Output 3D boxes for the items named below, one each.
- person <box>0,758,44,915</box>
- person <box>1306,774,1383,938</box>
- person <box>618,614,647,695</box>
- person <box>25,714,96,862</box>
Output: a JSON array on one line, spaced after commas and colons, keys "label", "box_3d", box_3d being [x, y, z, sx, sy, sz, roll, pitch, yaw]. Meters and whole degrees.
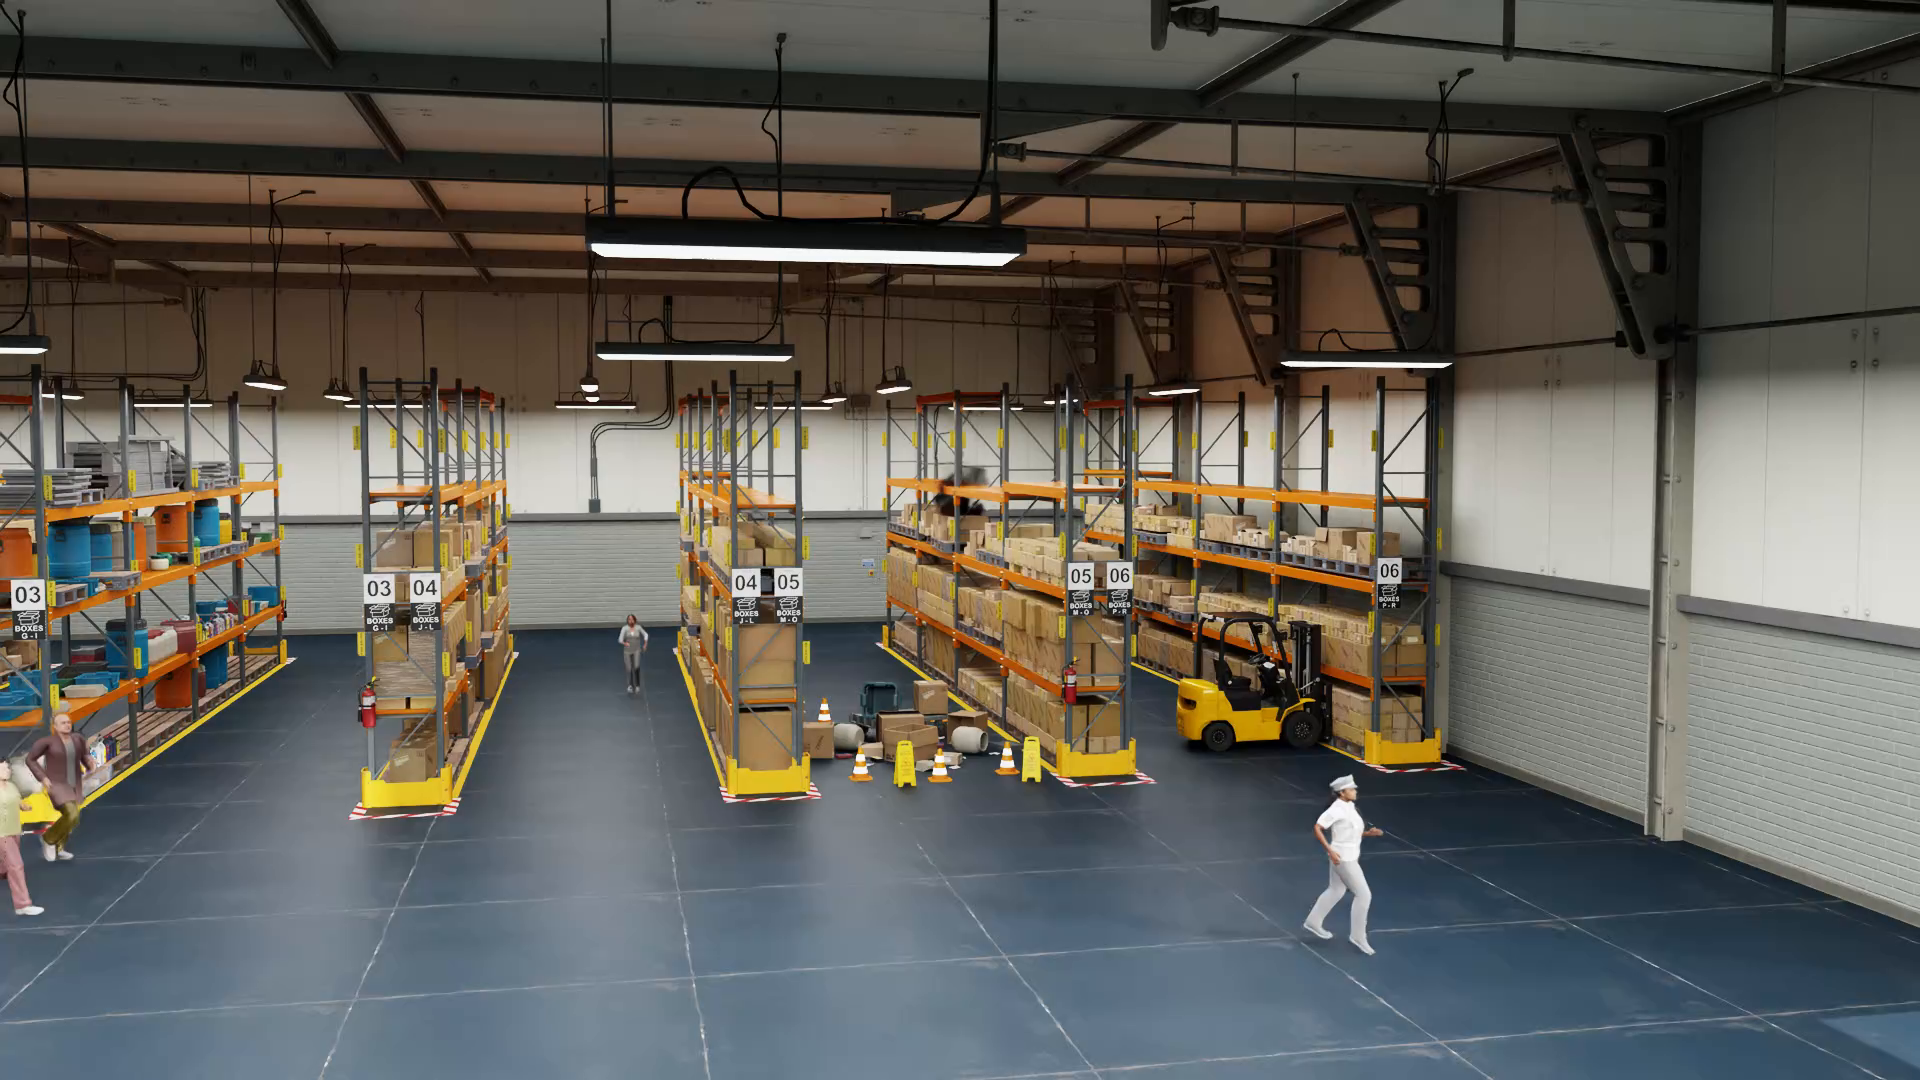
[{"label": "person", "box_3d": [-10.107, 3.117, 17.544, 0.929, 1.645, 0.585, 0, 3, 8]}, {"label": "person", "box_3d": [3.783, 3.094, 16.396, 0.747, 1.575, 0.546, 1, 4, 20]}, {"label": "person", "box_3d": [-6.452, 2.262, 32.825, 0.566, 1.624, 0.670, -1, 3, -11]}, {"label": "person", "box_3d": [-10.624, 2.943, 19.800, 0.671, 1.748, 0.686, 1, 4, 23]}]
